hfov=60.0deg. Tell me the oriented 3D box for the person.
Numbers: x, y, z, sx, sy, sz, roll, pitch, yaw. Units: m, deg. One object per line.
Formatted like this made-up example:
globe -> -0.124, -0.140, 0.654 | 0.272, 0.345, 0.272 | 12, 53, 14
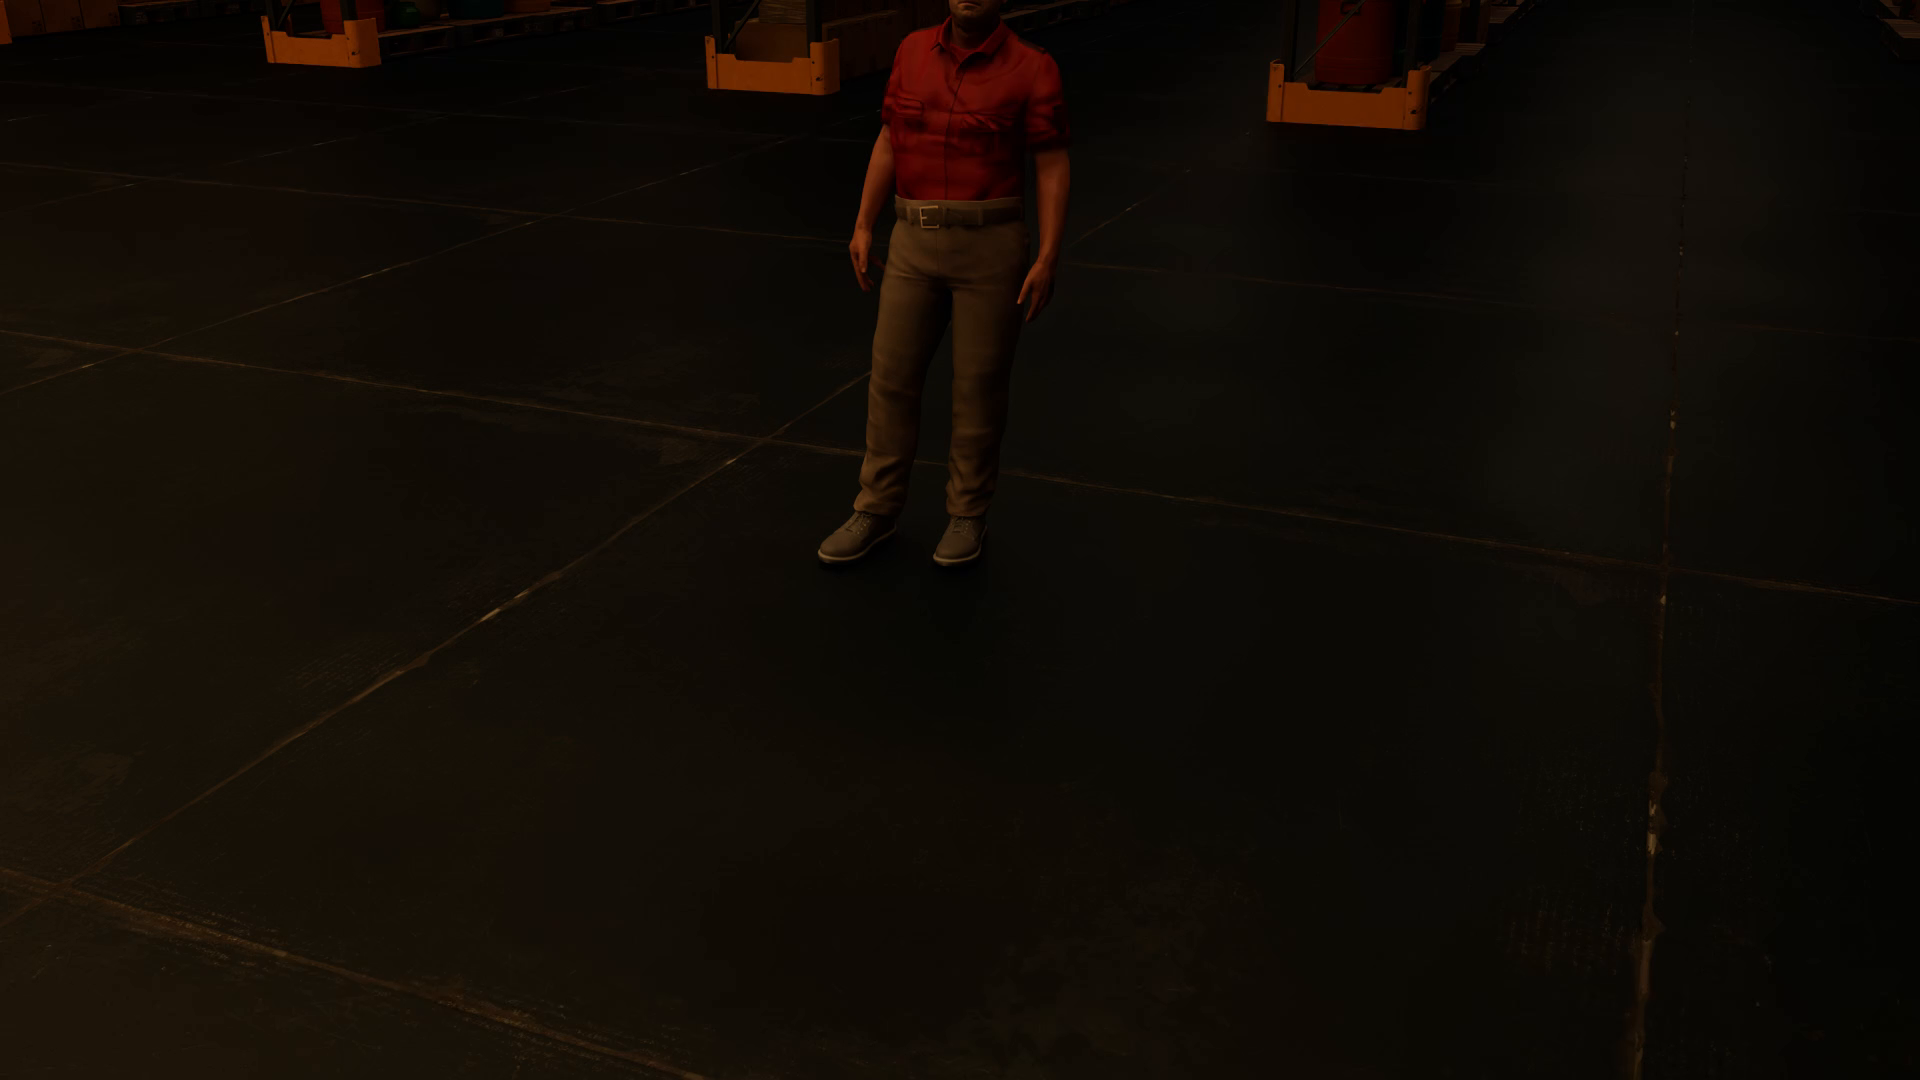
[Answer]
person -> -0.045, -0.774, 4.684 | 0.642, 1.727, 0.550 | 9, 24, 21
